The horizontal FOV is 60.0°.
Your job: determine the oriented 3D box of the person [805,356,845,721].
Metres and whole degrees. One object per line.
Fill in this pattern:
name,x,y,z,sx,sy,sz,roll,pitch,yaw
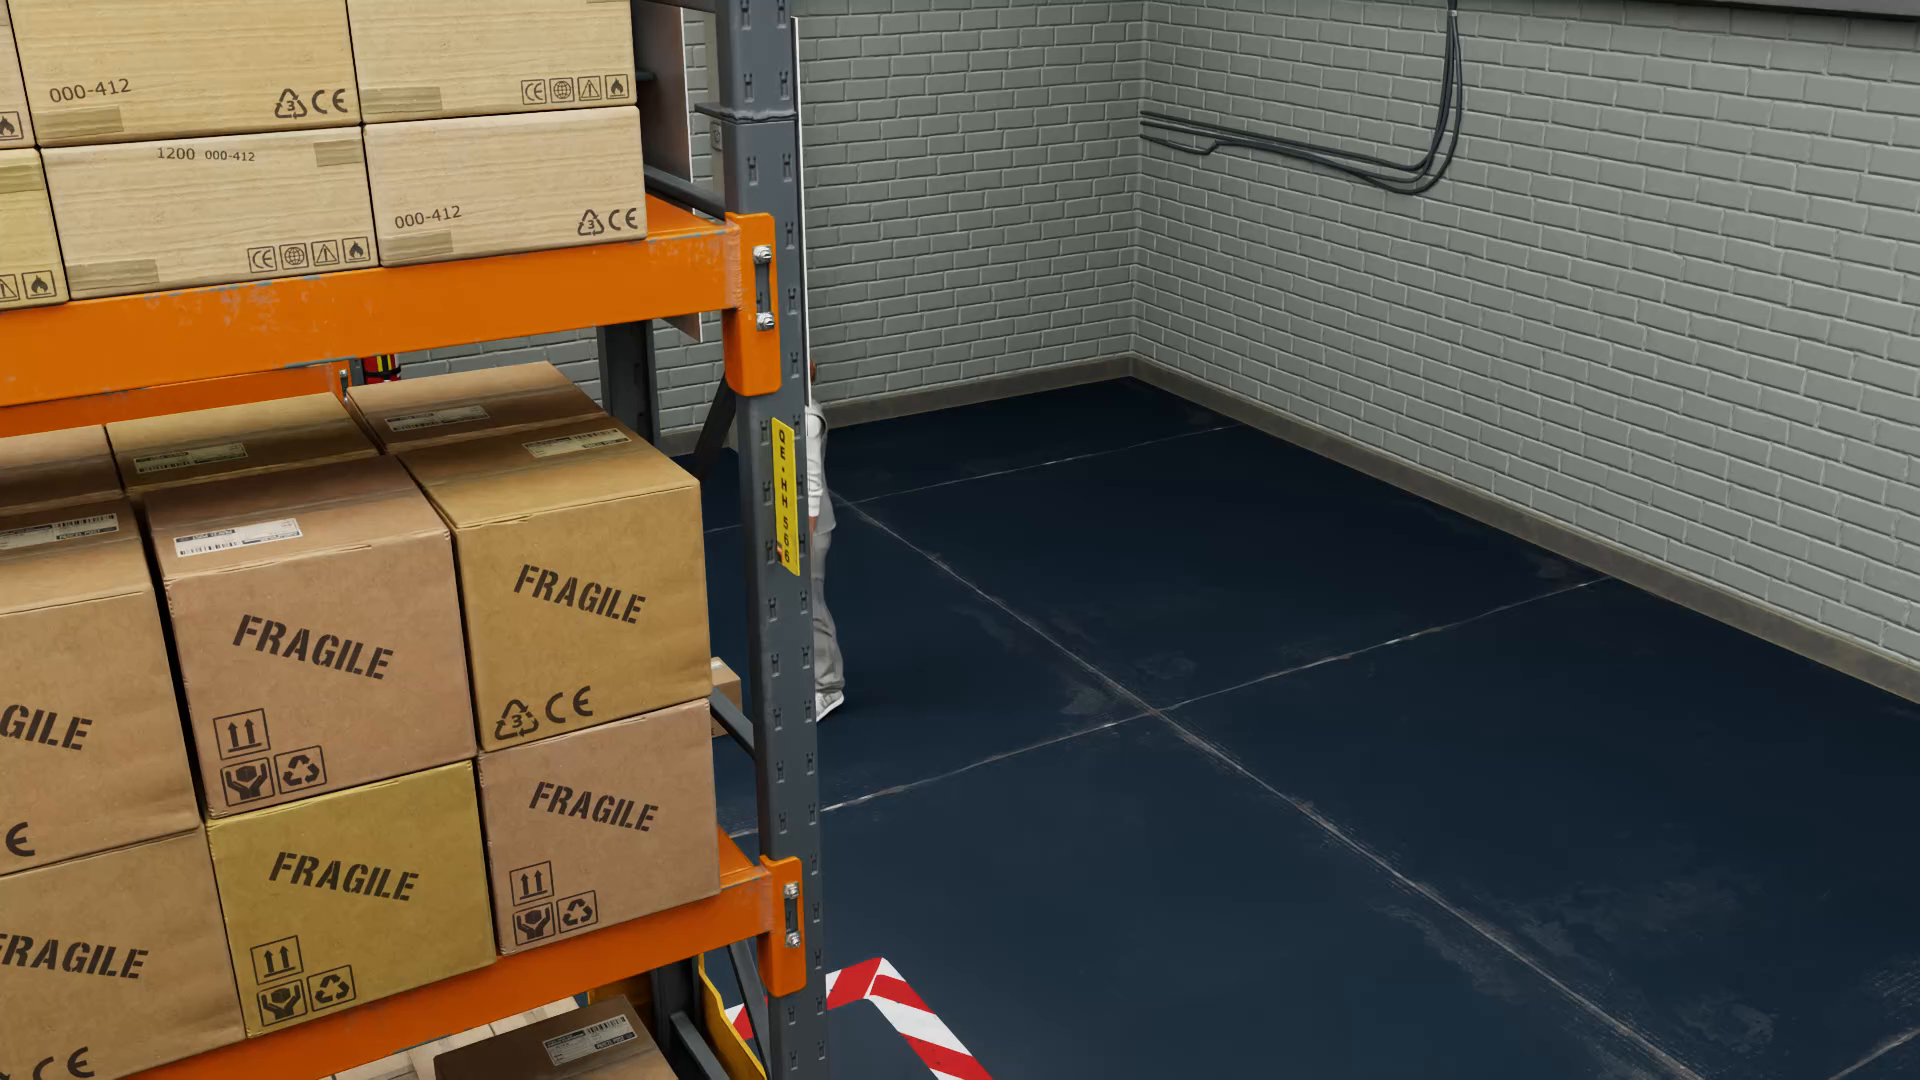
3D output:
person,-0.699,-0.035,7.153,0.315,1.602,0.518,-8,23,-19
